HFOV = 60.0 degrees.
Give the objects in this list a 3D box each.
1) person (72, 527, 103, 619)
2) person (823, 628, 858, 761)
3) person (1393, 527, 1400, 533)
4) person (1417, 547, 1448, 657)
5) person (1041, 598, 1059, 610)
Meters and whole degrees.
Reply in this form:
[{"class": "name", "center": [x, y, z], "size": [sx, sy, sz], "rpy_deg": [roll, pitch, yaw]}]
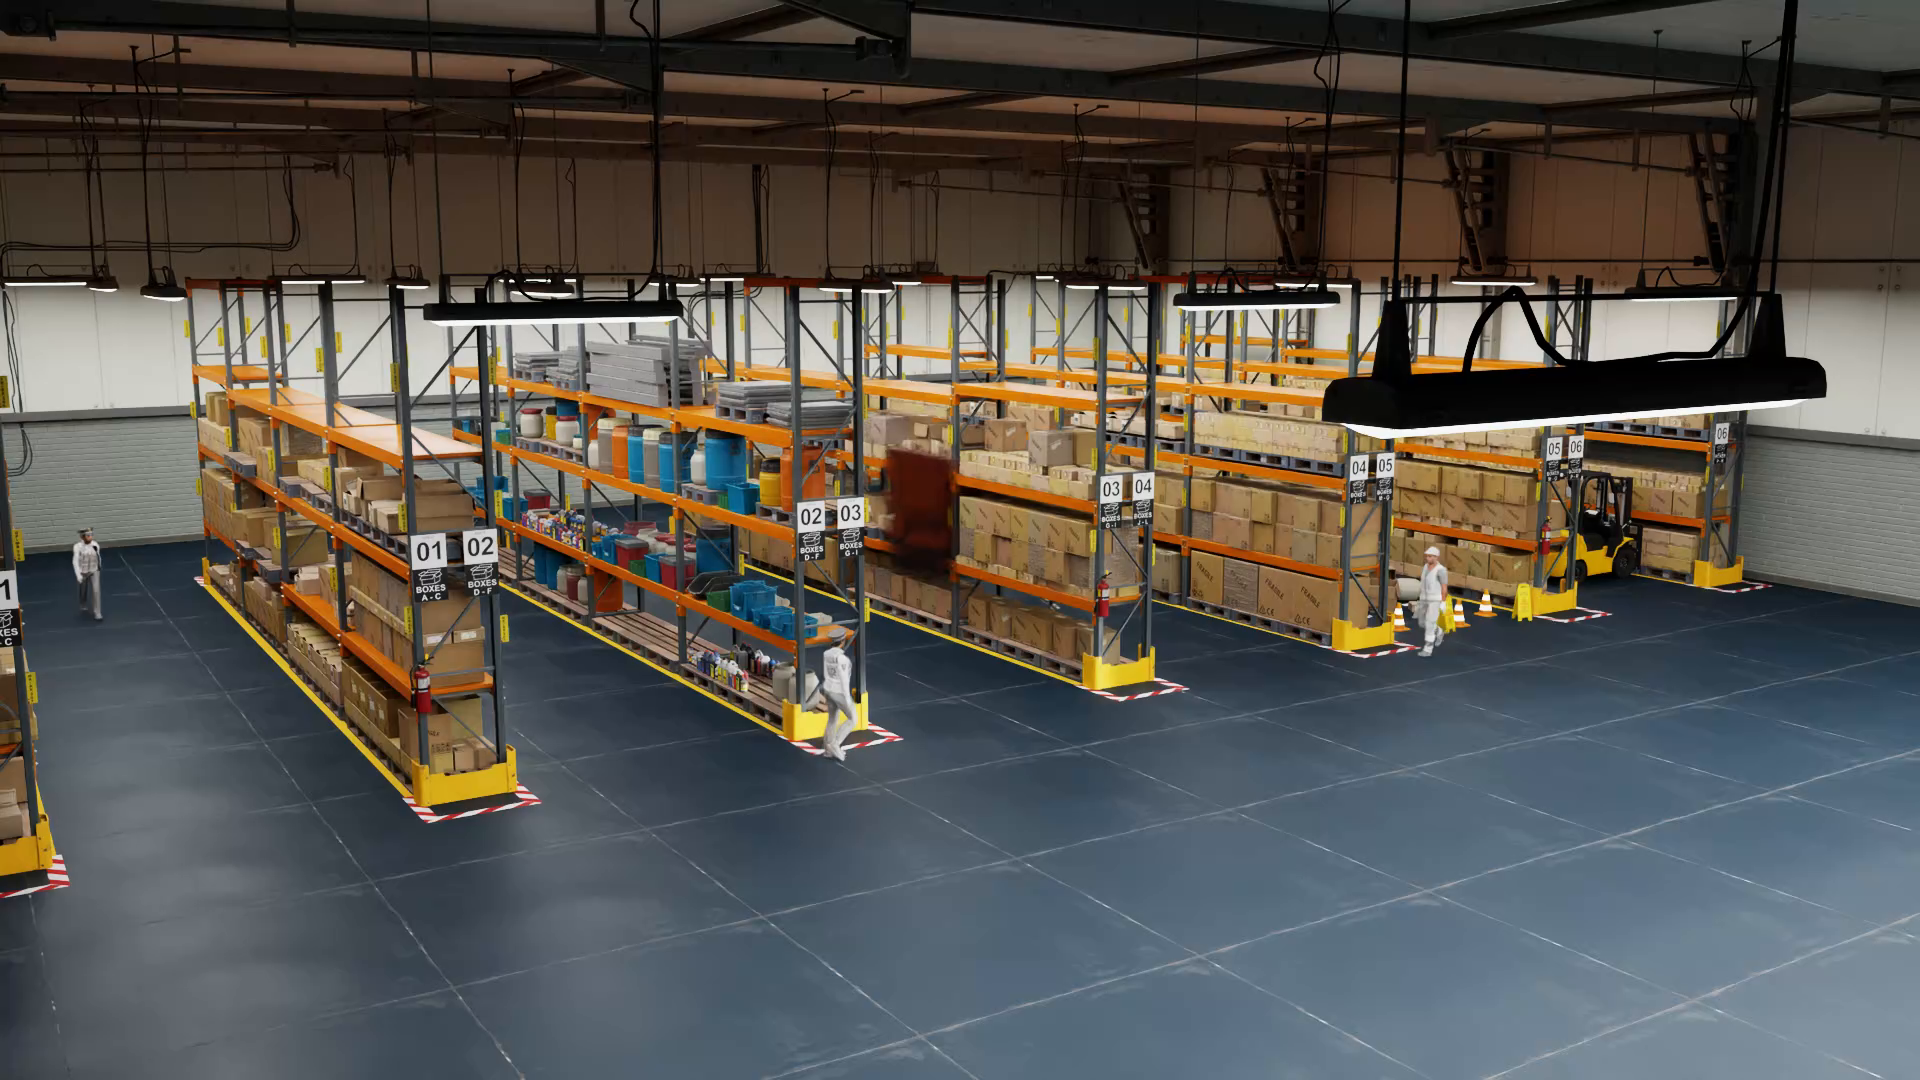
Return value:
[{"class": "person", "center": [-15.564, 0.565, 29.663], "size": [0.465, 1.611, 1.049], "rpy_deg": [-6, 11, -32]}, {"class": "person", "center": [-1.552, 1.966, 21.240], "size": [0.391, 1.681, 0.509], "rpy_deg": [-5, 11, -29]}, {"class": "person", "center": [9.863, -0.749, 37.454], "size": [0.547, 1.666, 0.435], "rpy_deg": [7, 12, 38]}, {"class": "person", "center": [7.656, 0.975, 26.836], "size": [0.824, 1.771, 0.548], "rpy_deg": [-7, 12, -36]}, {"class": "person", "center": [1.591, 0.404, 29.023], "size": [0.432, 1.559, 0.888], "rpy_deg": [-4, 10, -21]}]
